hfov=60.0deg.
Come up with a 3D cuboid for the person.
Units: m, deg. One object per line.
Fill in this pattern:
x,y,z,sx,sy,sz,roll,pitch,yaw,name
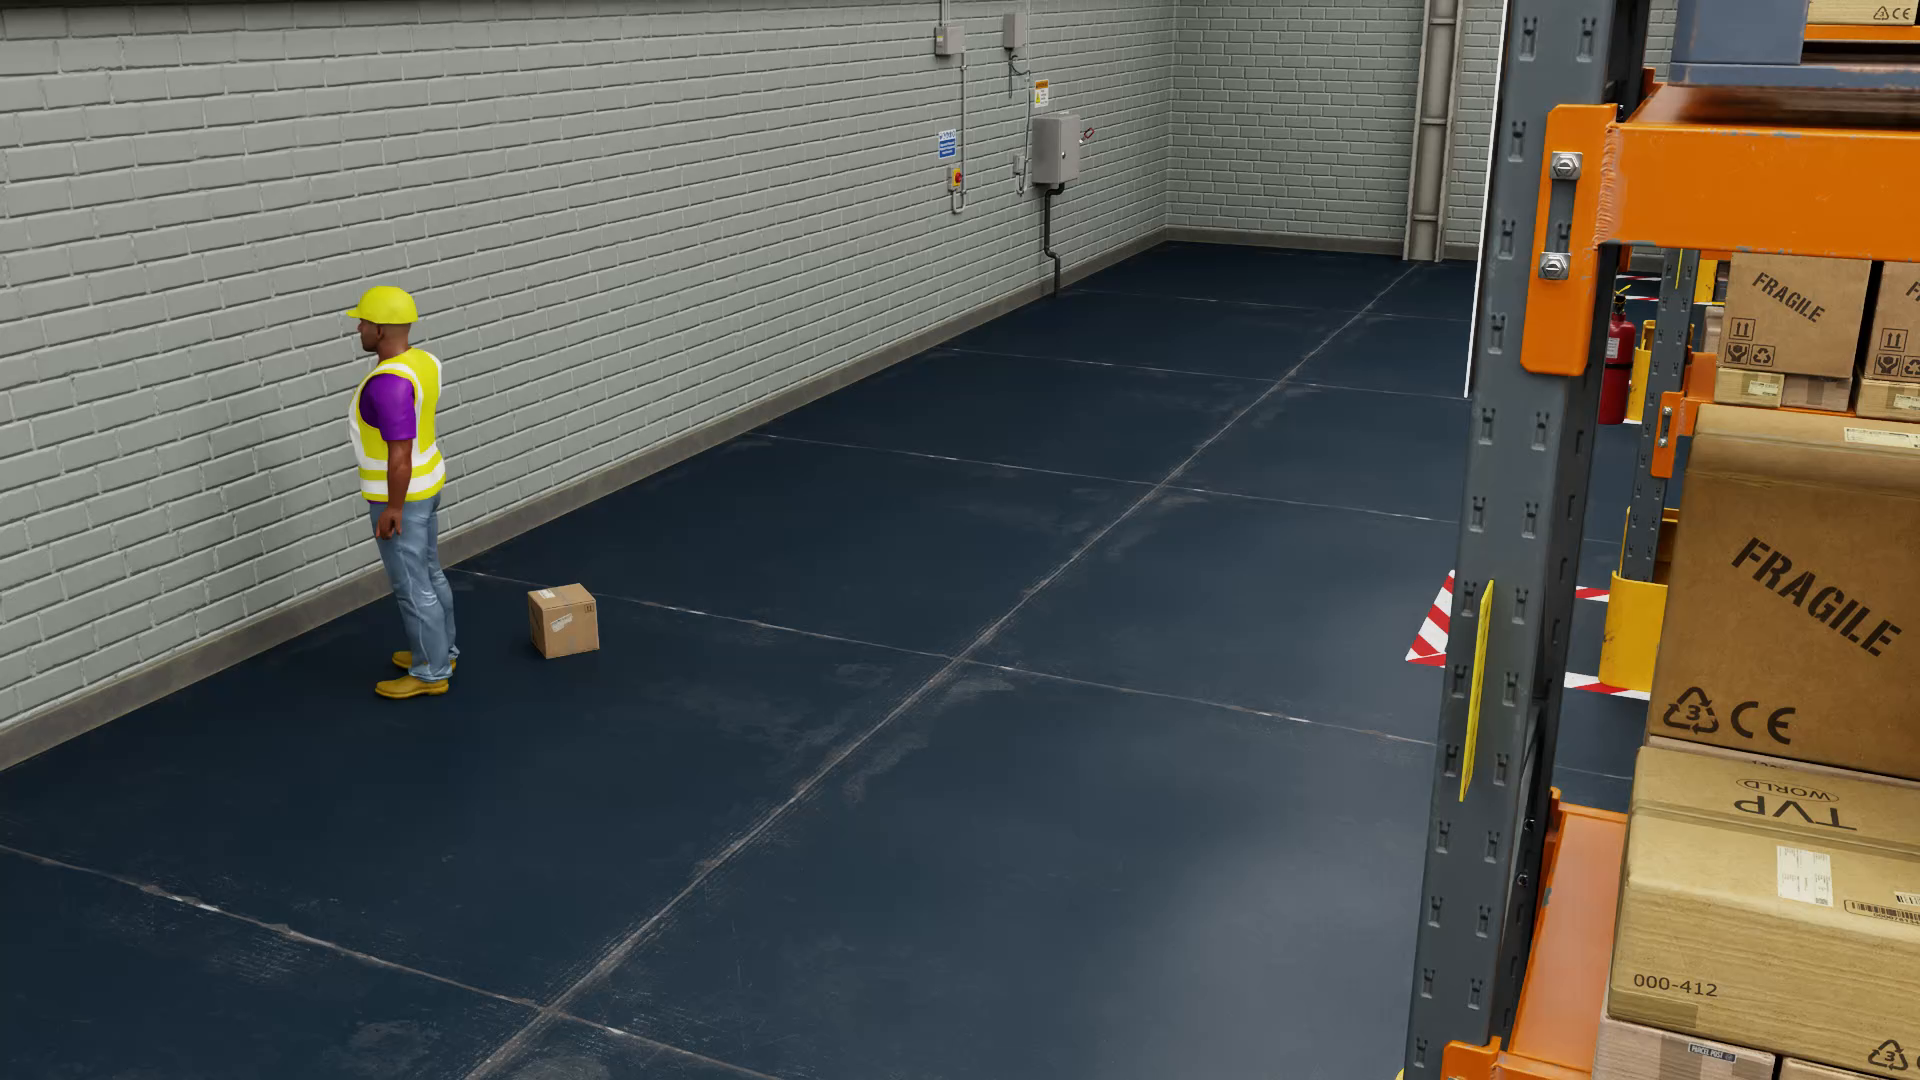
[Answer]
-2.391,-0.203,7.112,0.368,1.771,0.562,-1,19,-3,person
